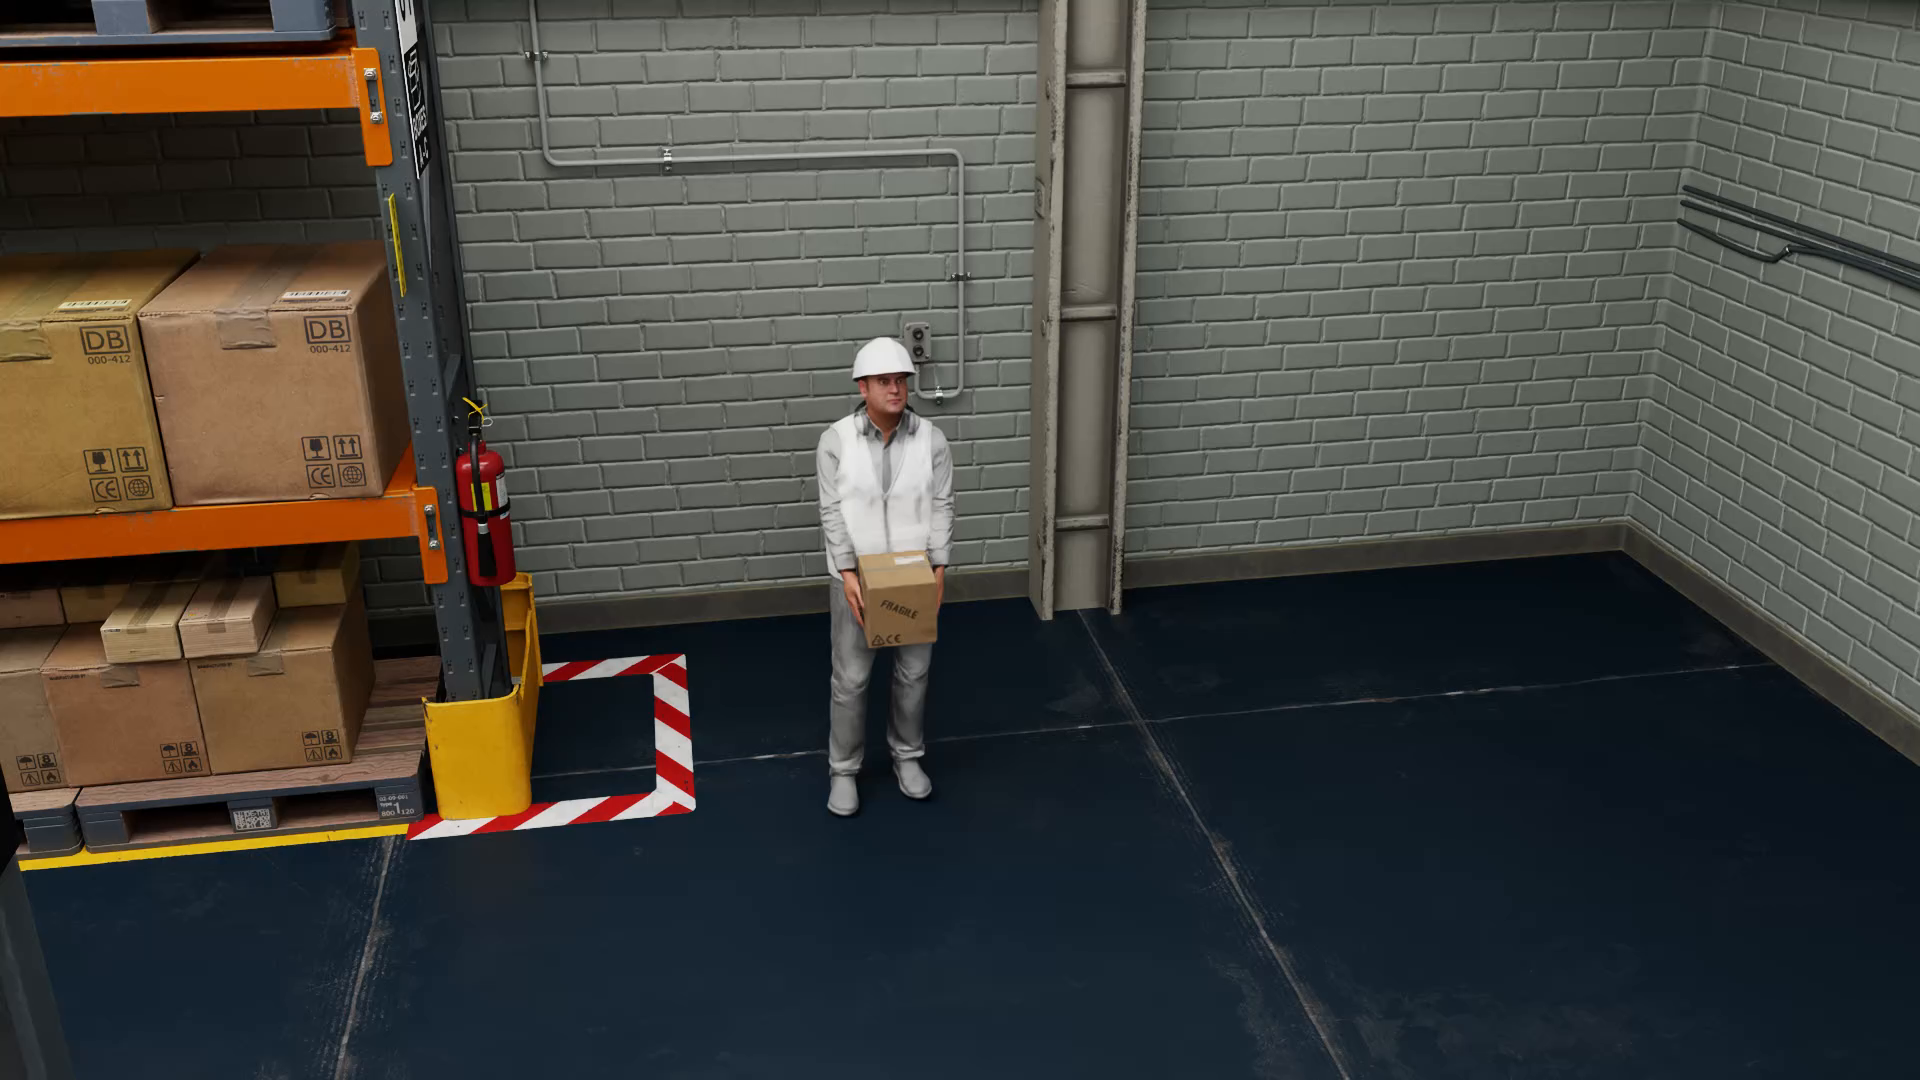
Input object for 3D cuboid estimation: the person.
[{"bbox_3d":[-0.274,0.145,6.219,0.539,1.776,0.520,-4,24,-10],"label":"person"}]
